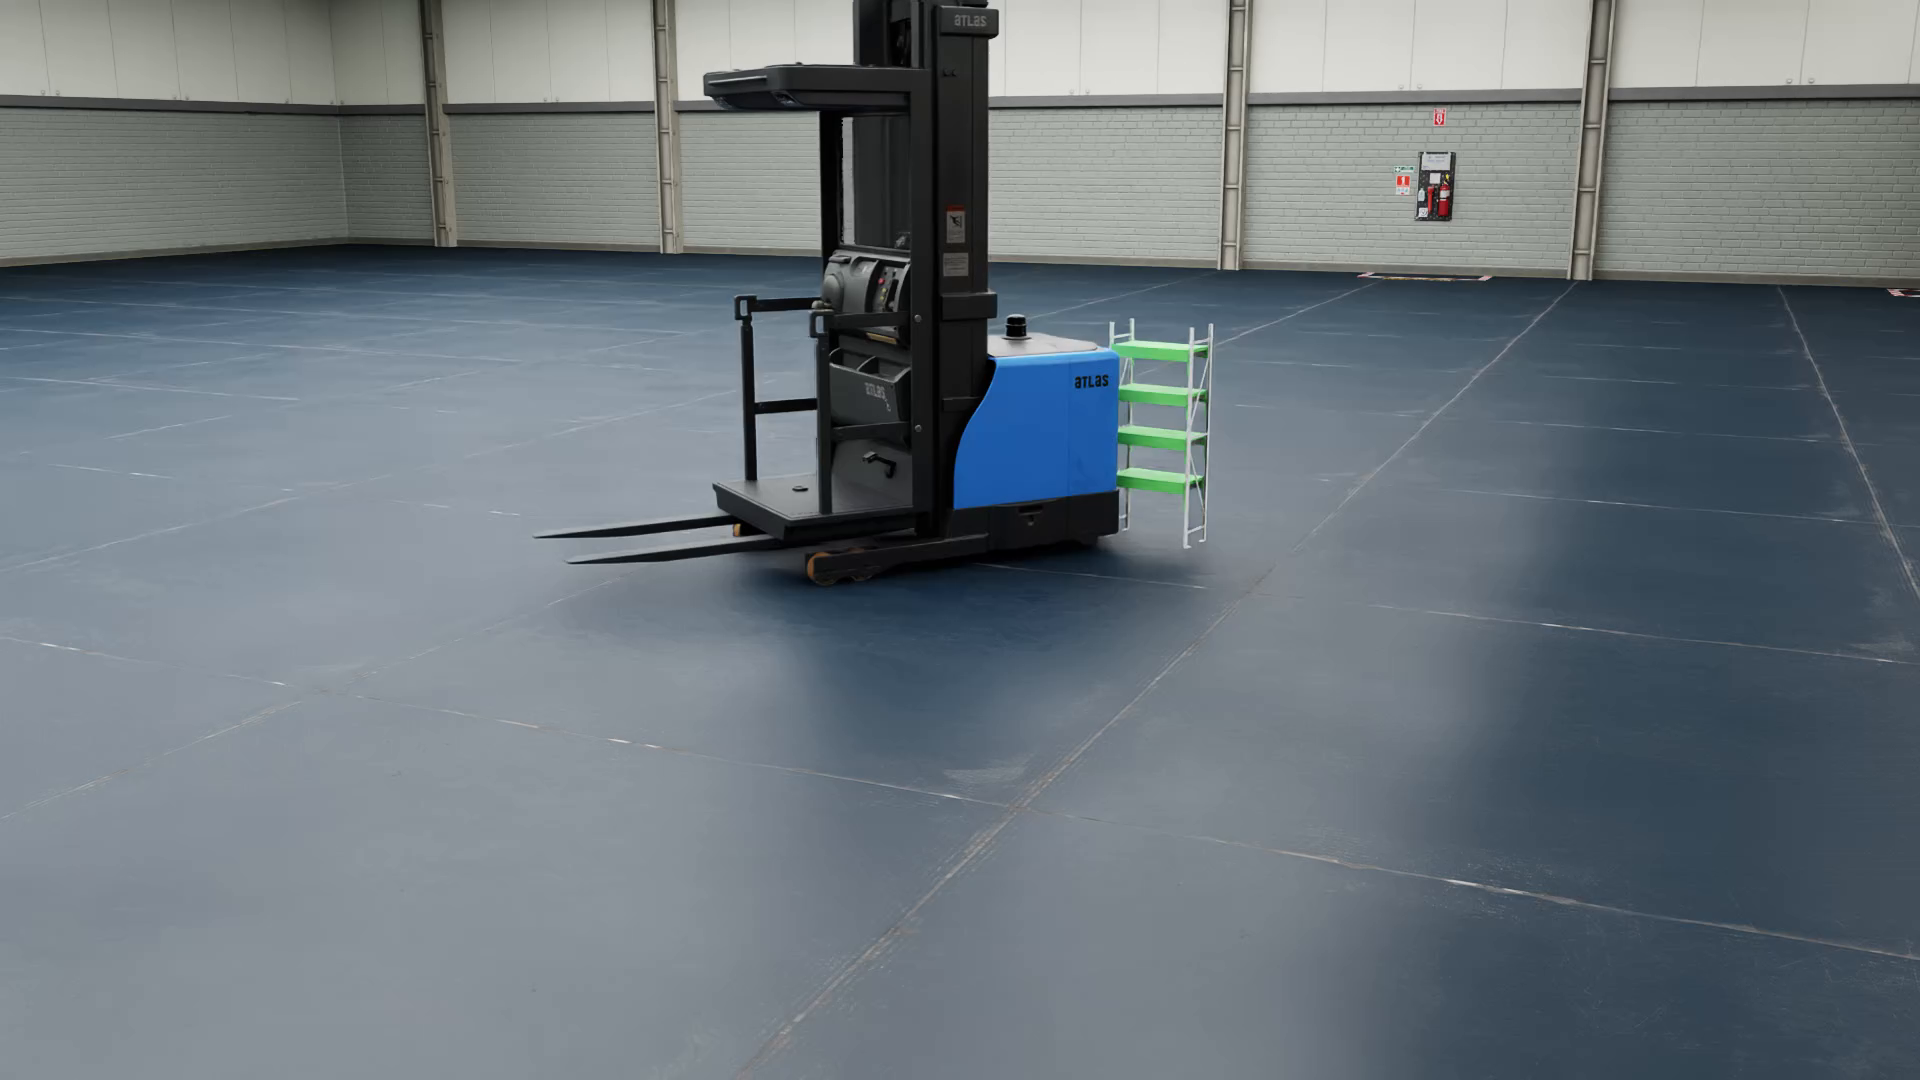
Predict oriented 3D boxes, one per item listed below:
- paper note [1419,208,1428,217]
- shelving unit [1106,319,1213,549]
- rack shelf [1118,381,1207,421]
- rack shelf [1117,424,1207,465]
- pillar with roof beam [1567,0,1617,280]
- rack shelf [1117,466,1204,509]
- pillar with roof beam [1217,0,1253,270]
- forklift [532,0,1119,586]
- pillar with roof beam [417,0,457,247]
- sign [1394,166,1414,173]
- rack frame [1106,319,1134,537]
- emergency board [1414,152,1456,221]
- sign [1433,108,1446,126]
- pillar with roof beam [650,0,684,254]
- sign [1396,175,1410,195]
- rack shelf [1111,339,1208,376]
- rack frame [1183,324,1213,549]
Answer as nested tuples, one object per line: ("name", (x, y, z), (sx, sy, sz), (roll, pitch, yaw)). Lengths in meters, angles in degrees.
("paper note", (8.024, -5.675, 28.801), (0.142, 0.148, 0.016), (6, 14, 23))
("shelving unit", (1.092, -0.592, 9.152), (0.503, 1.200, 0.258), (9, 16, 34))
("rack shelf", (1.092, -0.764, 9.112), (0.480, 0.148, 0.258), (9, 16, 34))
("rack shelf", (1.092, -0.530, 9.166), (0.480, 0.148, 0.258), (9, 16, 34))
("pillar with roof beam", (8.658, -7.858, 23.044), (0.400, 9.000, 9.100), (6, 14, 23))
("rack shelf", (1.092, -0.296, 9.221), (0.480, 0.148, 0.258), (9, 16, 34))
("pillar with roof beam", (3.172, -8.413, 25.410), (0.400, 9.000, 9.100), (6, 14, 23))
("forklift", (-0.672, -1.335, 8.529), (3.031, 2.935, 1.130), (-7, 15, -28))
("pillar with roof beam", (-13.285, -10.078, 32.507), (0.400, 9.000, 9.100), (6, 14, 23))
("sign", (7.695, -6.419, 28.805), (0.331, 0.109, 0.001), (6, 14, 23))
("rack frame", (0.893, -0.624, 9.290), (0.015, 1.200, 0.240), (9, 16, 34))
("emergency board", (8.158, -6.073, 28.569), (0.643, 1.169, 0.194), (6, 14, 23))
("sign", (8.191, -7.223, 28.396), (0.199, 0.298, 0.001), (6, 14, 23))
("pillar with roof beam", (-7.799, -9.523, 30.141), (0.400, 9.000, 9.100), (6, 14, 23))
("sign", (7.694, -6.163, 28.875), (0.234, 0.329, 0.001), (6, 14, 23))
("rack shelf", (1.092, -0.997, 9.057), (0.480, 0.148, 0.258), (9, 16, 34))
("rack frame", (1.290, -0.560, 9.014), (0.015, 1.200, 0.240), (9, 16, 34))
